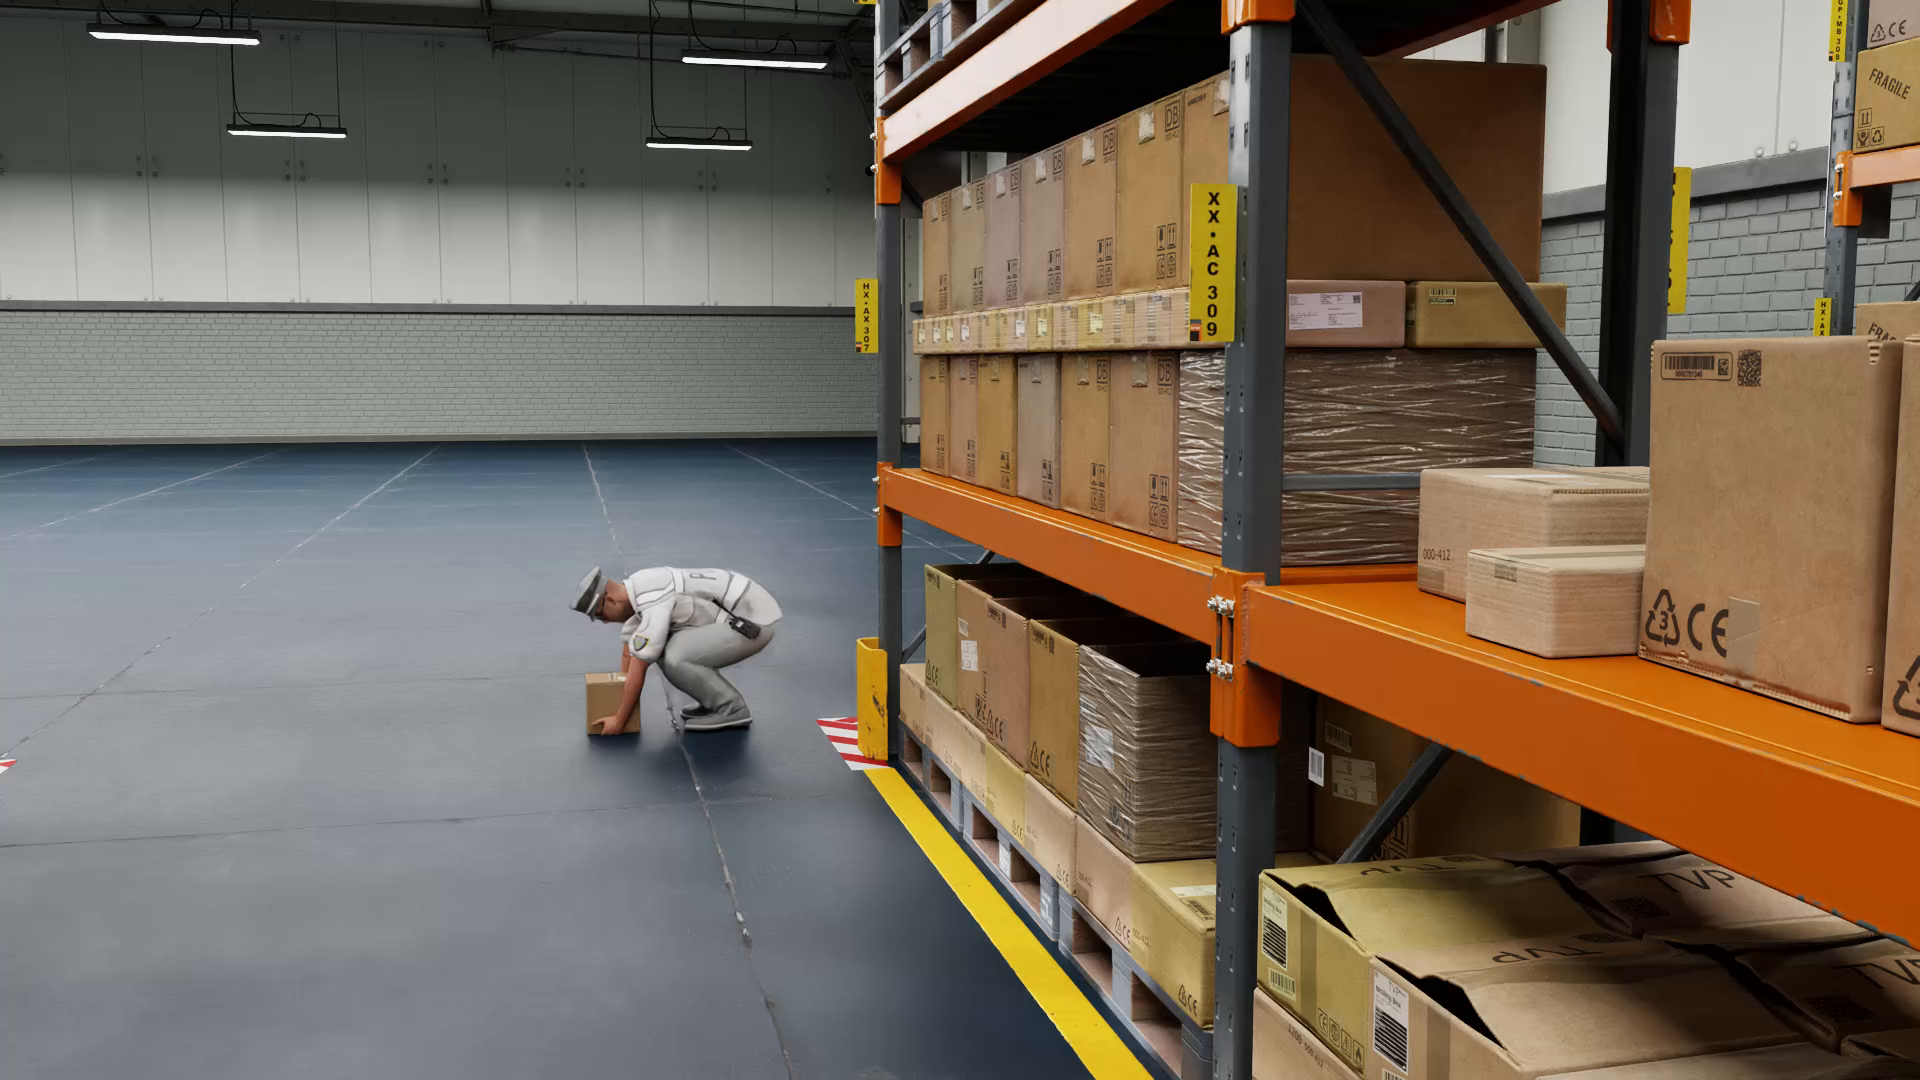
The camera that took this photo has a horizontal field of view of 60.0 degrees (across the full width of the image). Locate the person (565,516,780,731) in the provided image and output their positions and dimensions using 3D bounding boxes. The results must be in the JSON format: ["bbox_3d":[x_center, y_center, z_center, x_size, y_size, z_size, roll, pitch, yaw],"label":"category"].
[{"bbox_3d":[-1.394,0.403,8.101,1.030,1.019,0.529,-2,6,-17],"label":"person"}]
